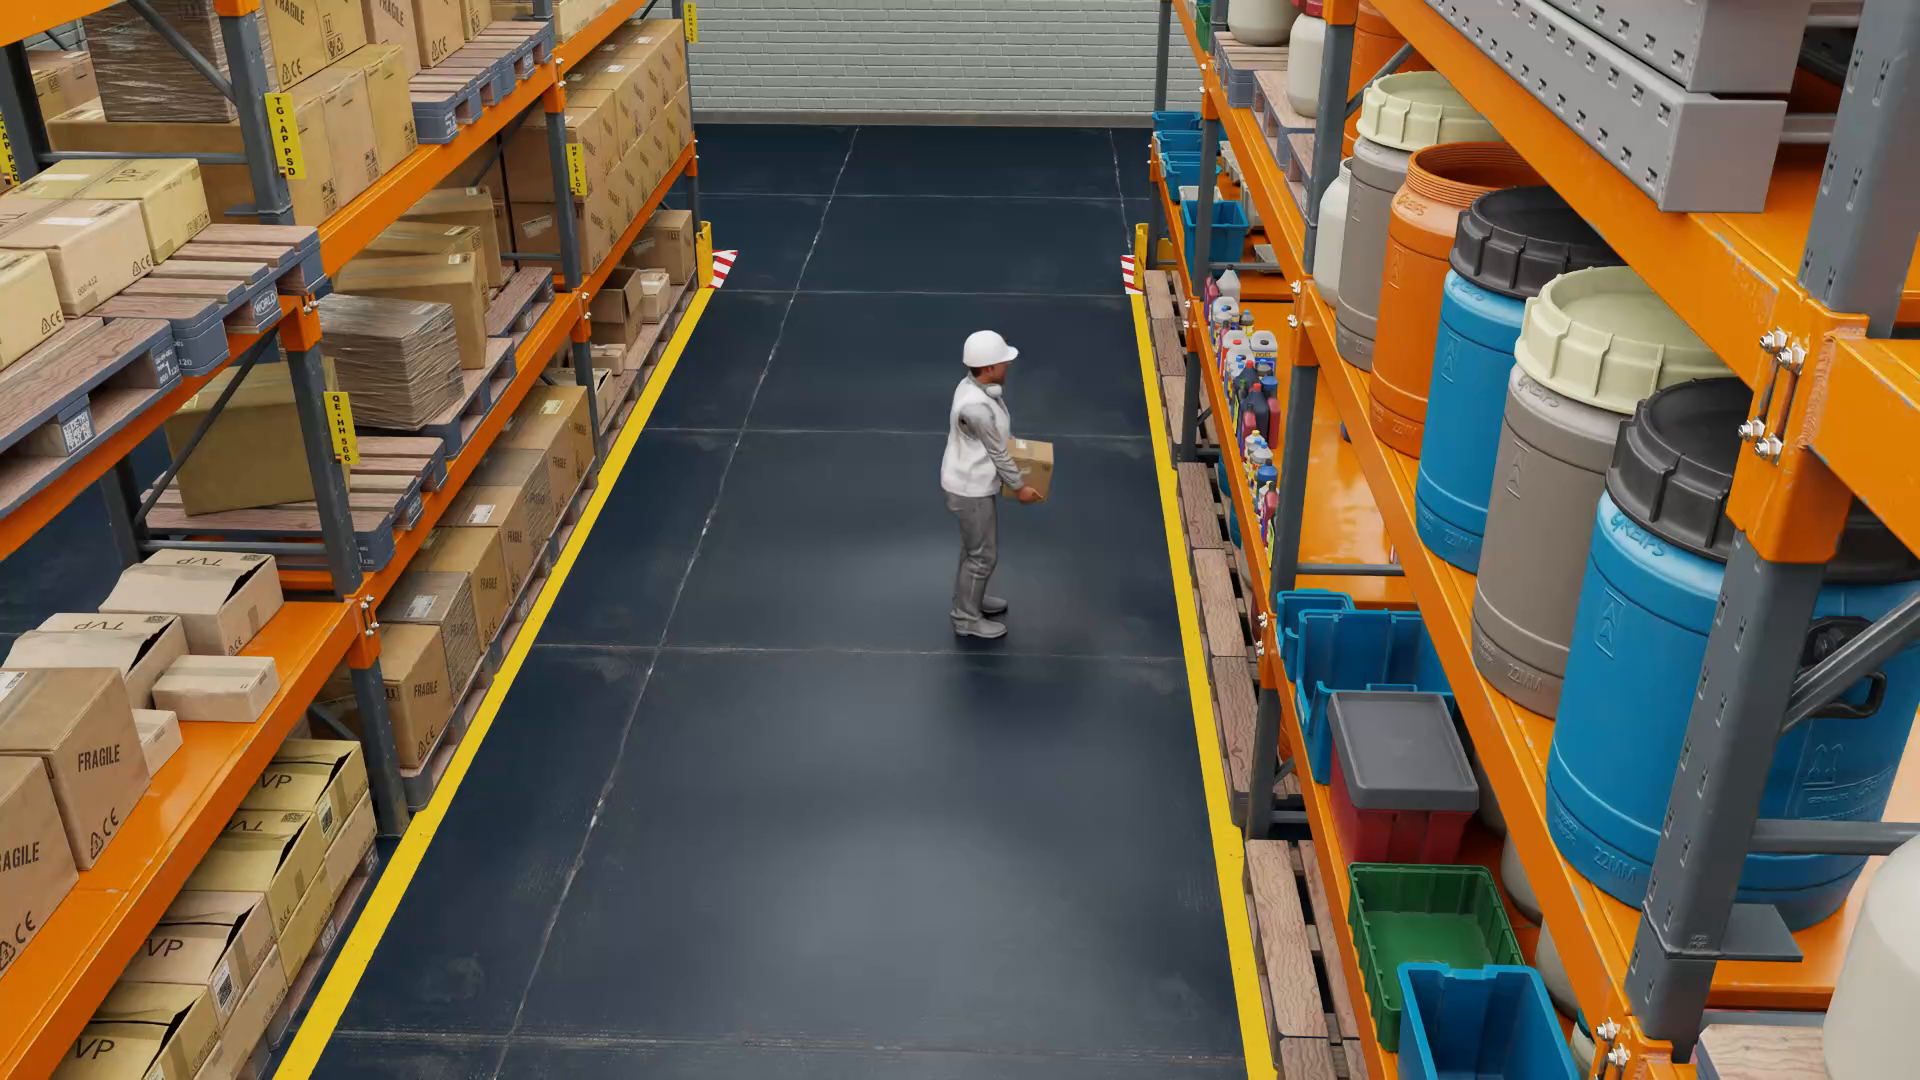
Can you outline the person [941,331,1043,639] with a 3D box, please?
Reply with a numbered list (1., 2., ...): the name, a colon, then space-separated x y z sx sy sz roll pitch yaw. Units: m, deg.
1. person: 0.174 -0.316 9.202 0.563 1.770 0.480 1 28 1
